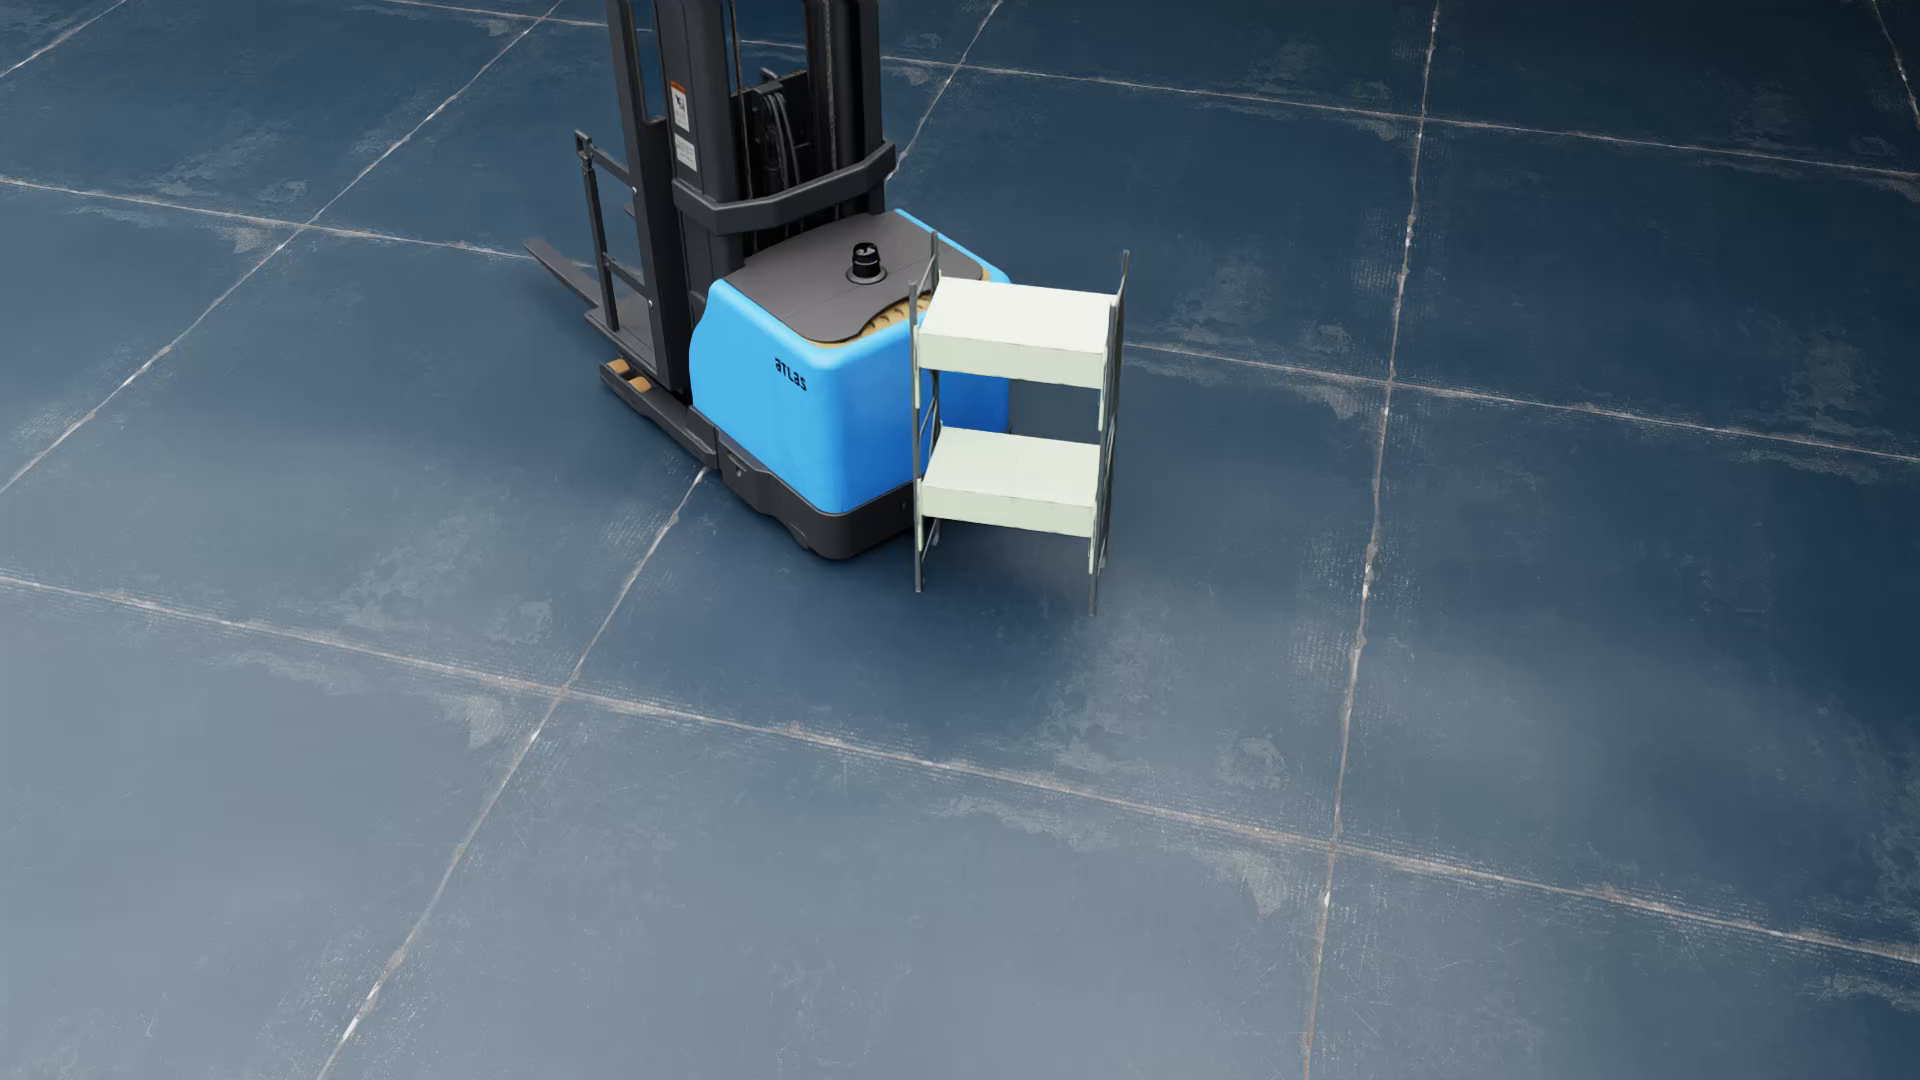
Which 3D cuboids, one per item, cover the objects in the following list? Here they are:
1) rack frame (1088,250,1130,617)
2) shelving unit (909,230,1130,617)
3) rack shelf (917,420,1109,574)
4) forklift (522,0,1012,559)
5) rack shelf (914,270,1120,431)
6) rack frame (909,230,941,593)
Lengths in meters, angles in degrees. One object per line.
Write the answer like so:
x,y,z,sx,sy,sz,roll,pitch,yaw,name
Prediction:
0.582,-0.382,6.538,0.023,1.500,0.400,8,41,9,rack frame
0.224,-0.429,6.595,0.755,1.500,0.431,8,41,9,shelving unit
0.224,-0.180,6.805,0.720,0.370,0.431,8,41,9,rack shelf
-1.094,-1.922,7.259,1.130,2.935,3.031,-28,47,-29,forklift
0.224,-0.728,6.344,0.720,0.370,0.431,8,41,9,rack shelf
-0.135,-0.477,6.652,0.023,1.500,0.400,8,41,9,rack frame
